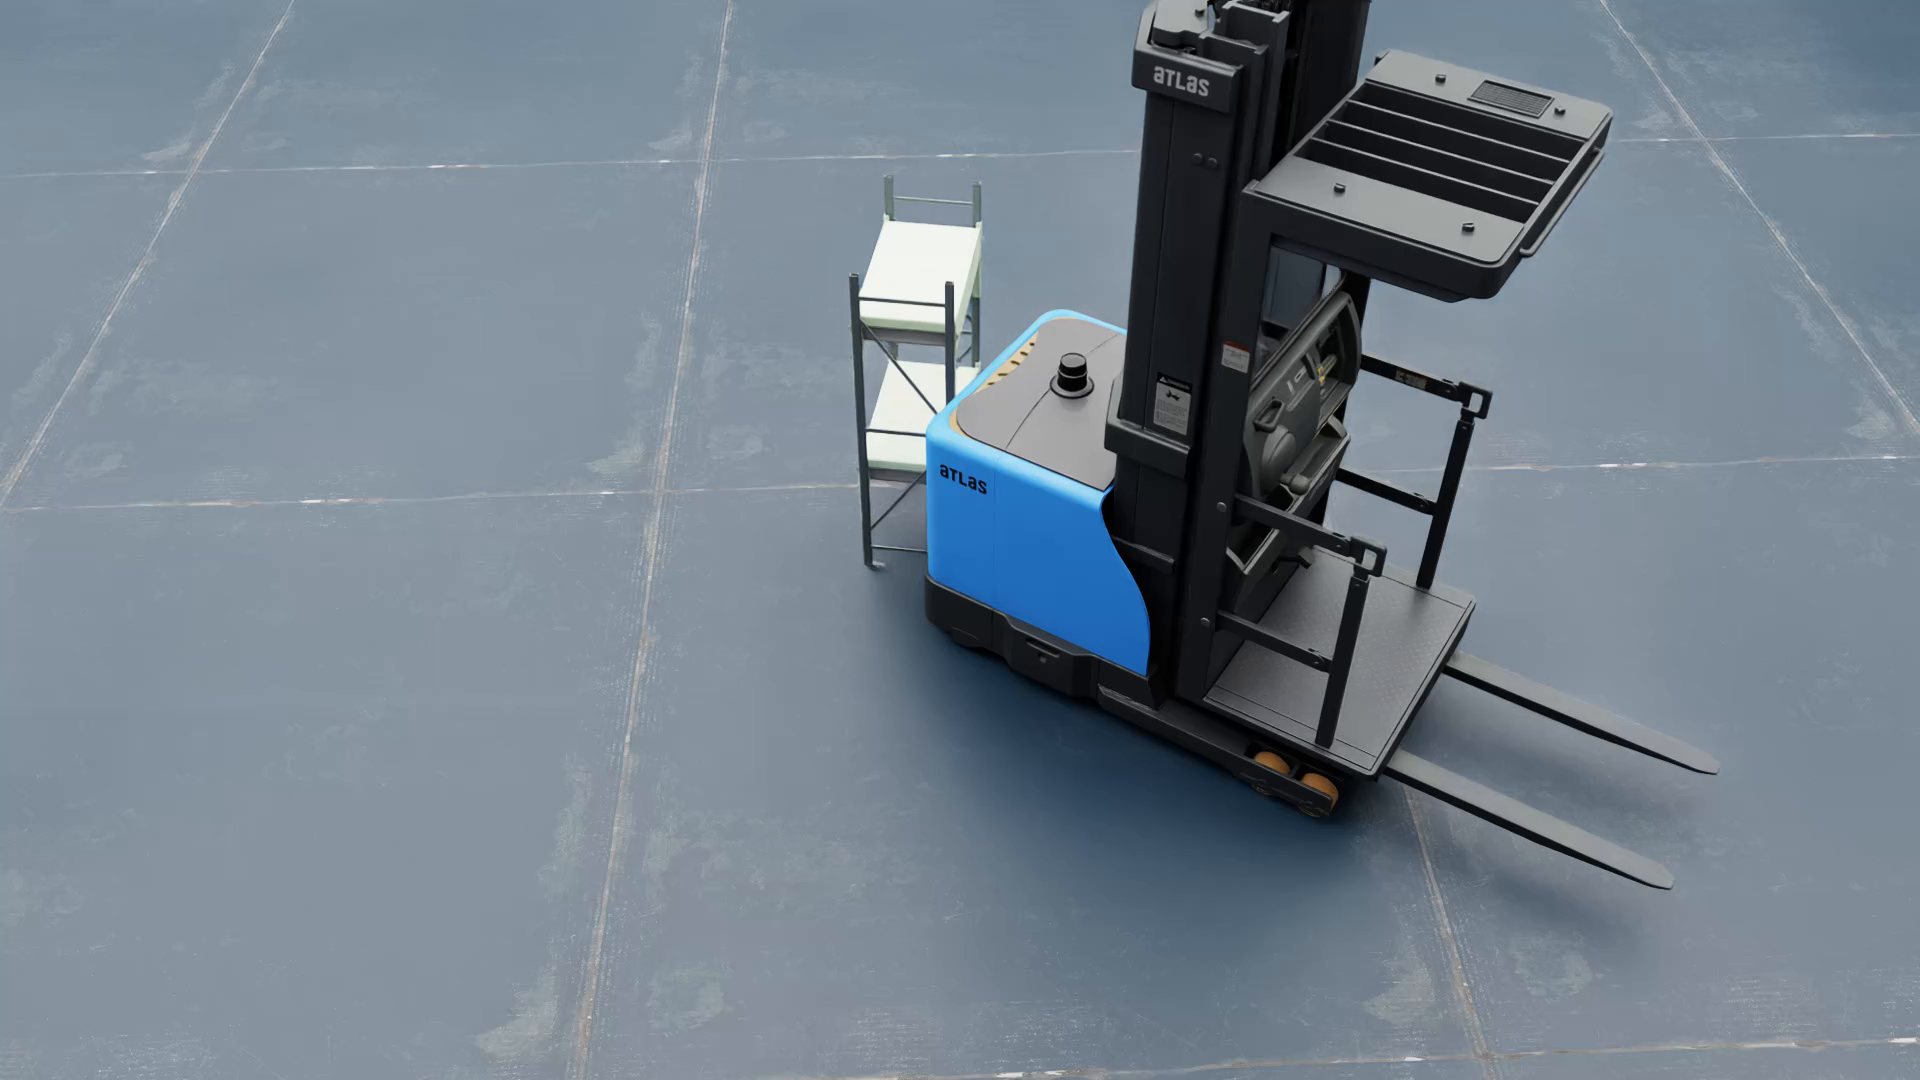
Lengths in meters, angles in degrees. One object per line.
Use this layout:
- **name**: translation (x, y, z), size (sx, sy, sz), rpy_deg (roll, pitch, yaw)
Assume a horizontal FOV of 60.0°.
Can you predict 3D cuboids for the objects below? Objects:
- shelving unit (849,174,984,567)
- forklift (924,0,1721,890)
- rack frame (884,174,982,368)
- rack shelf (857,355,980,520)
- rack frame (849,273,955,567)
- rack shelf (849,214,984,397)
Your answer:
- **shelving unit**: translation (-0.166, -0.674, 7.025), size (0.431, 1.500, 0.755), rpy_deg (6, 43, 6)
- **forklift**: translation (1.369, -0.452, 5.723), size (3.031, 2.935, 1.130), rpy_deg (24, 48, 24)
- **rack frame**: translation (-0.111, -0.919, 7.292), size (0.400, 1.500, 0.023), rpy_deg (6, 43, 6)
- **rack shelf**: translation (-0.166, -0.434, 7.246), size (0.431, 0.370, 0.720), rpy_deg (6, 43, 6)
- **rack frame**: translation (-0.220, -0.430, 6.759), size (0.400, 1.500, 0.023), rpy_deg (6, 43, 6)
- **rack shelf**: translation (-0.166, -0.962, 6.762), size (0.431, 0.370, 0.720), rpy_deg (6, 43, 6)
